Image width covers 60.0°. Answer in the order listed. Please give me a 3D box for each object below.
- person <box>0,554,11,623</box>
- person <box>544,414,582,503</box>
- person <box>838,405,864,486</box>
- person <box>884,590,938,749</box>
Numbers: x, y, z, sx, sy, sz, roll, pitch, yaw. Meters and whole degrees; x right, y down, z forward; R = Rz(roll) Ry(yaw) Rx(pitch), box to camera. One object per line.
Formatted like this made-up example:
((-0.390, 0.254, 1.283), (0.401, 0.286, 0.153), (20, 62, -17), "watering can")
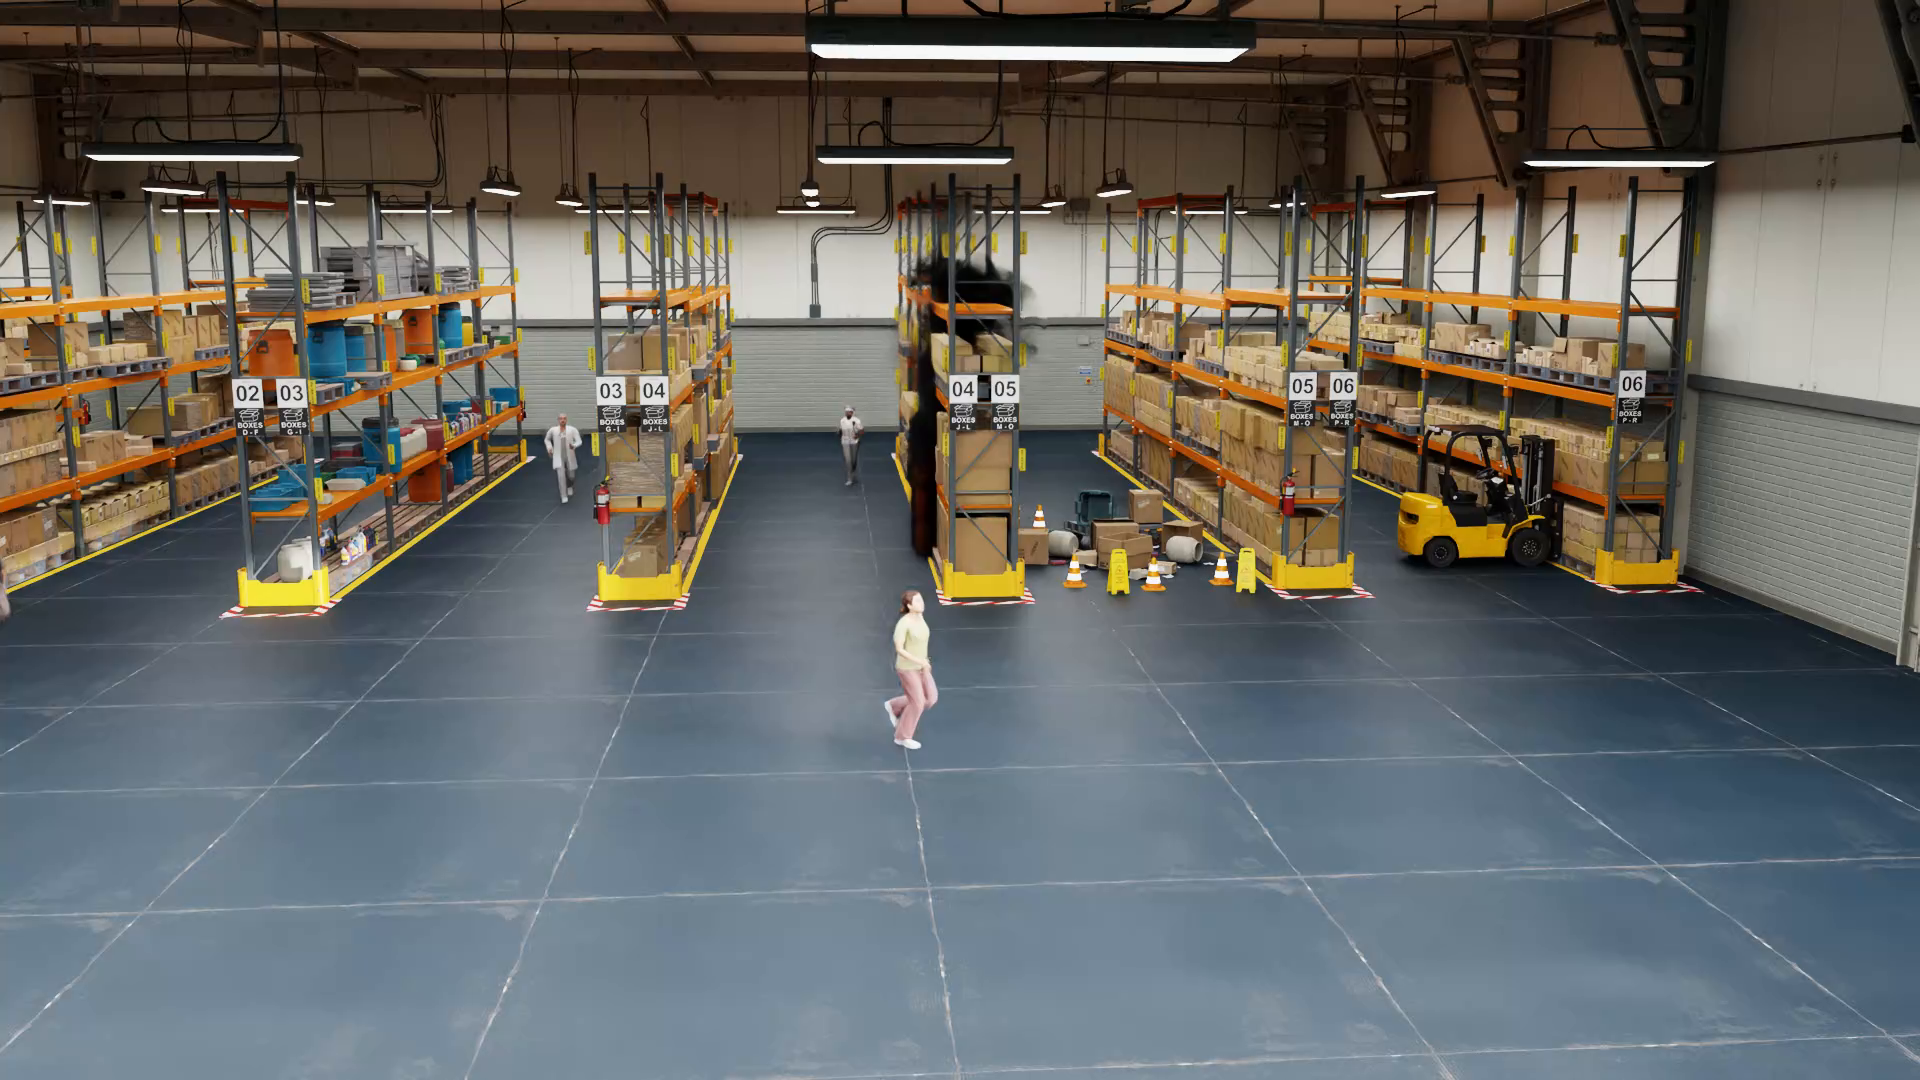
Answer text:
((-12.133, 0.569, 20.671), (0.518, 1.685, 0.669), (5, 11, 28), "person")
((-7.840, -1.628, 32.893), (0.720, 1.745, 0.903), (-3, 10, -15), "person")
((-2.318, -2.031, 35.410), (0.574, 1.703, 0.773), (0, 10, 2), "person")
((-0.499, 1.288, 16.776), (0.613, 1.632, 0.597), (5, 11, 26), "person")
